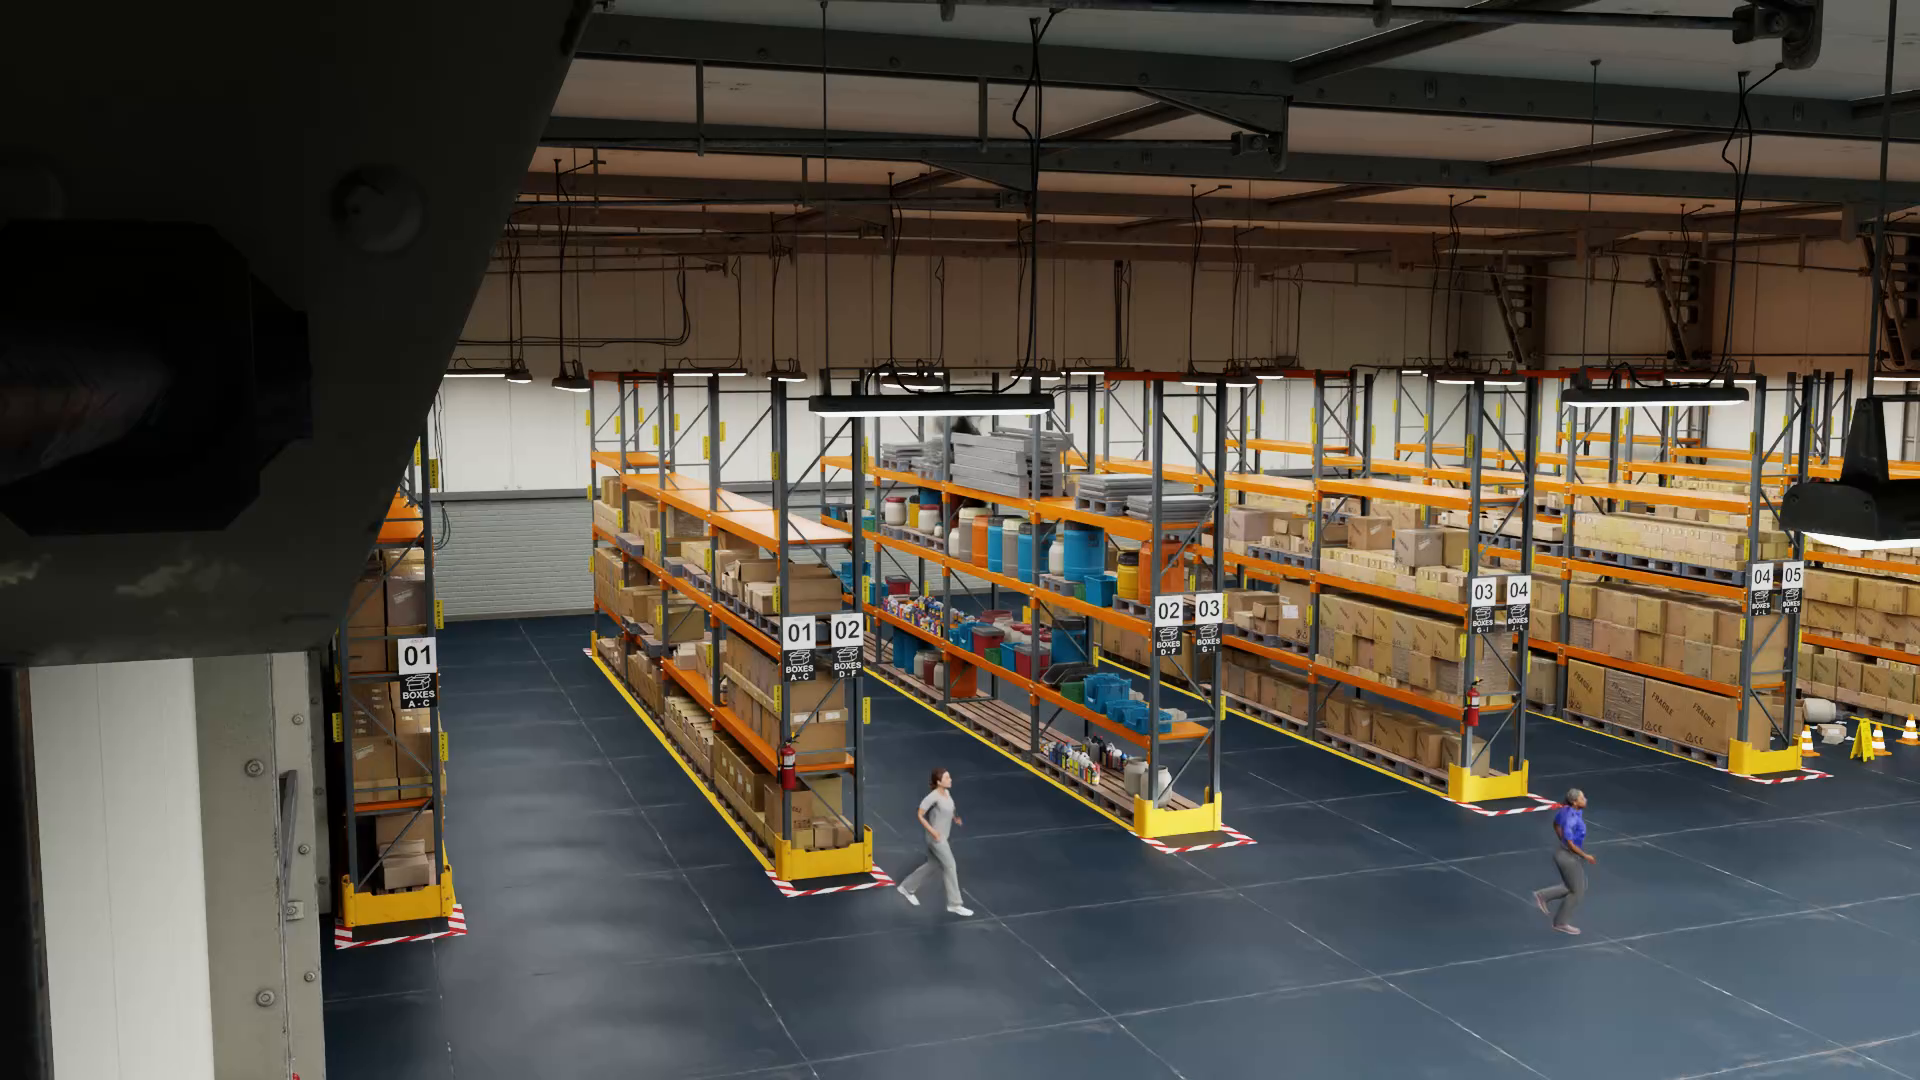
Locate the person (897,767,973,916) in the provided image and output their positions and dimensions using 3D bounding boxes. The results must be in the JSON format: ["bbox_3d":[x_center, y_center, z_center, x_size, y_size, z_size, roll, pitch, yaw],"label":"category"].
[{"bbox_3d":[-0.281,3.380,18.806,0.904,1.670,0.566,2,7,15],"label":"person"}]

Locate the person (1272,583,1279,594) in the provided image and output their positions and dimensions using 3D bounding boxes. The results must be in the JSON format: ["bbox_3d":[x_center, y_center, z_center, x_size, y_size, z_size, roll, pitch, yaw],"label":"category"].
[{"bbox_3d":[7.905,0.928,41.103,0.732,1.659,0.671,4,8,35],"label":"person"}]

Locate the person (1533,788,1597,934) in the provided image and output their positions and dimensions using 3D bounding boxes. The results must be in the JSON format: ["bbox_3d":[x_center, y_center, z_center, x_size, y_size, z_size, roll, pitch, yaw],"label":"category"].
[{"bbox_3d":[6.652,3.512,18.255,0.613,1.614,0.584,1,7,13],"label":"person"}]
